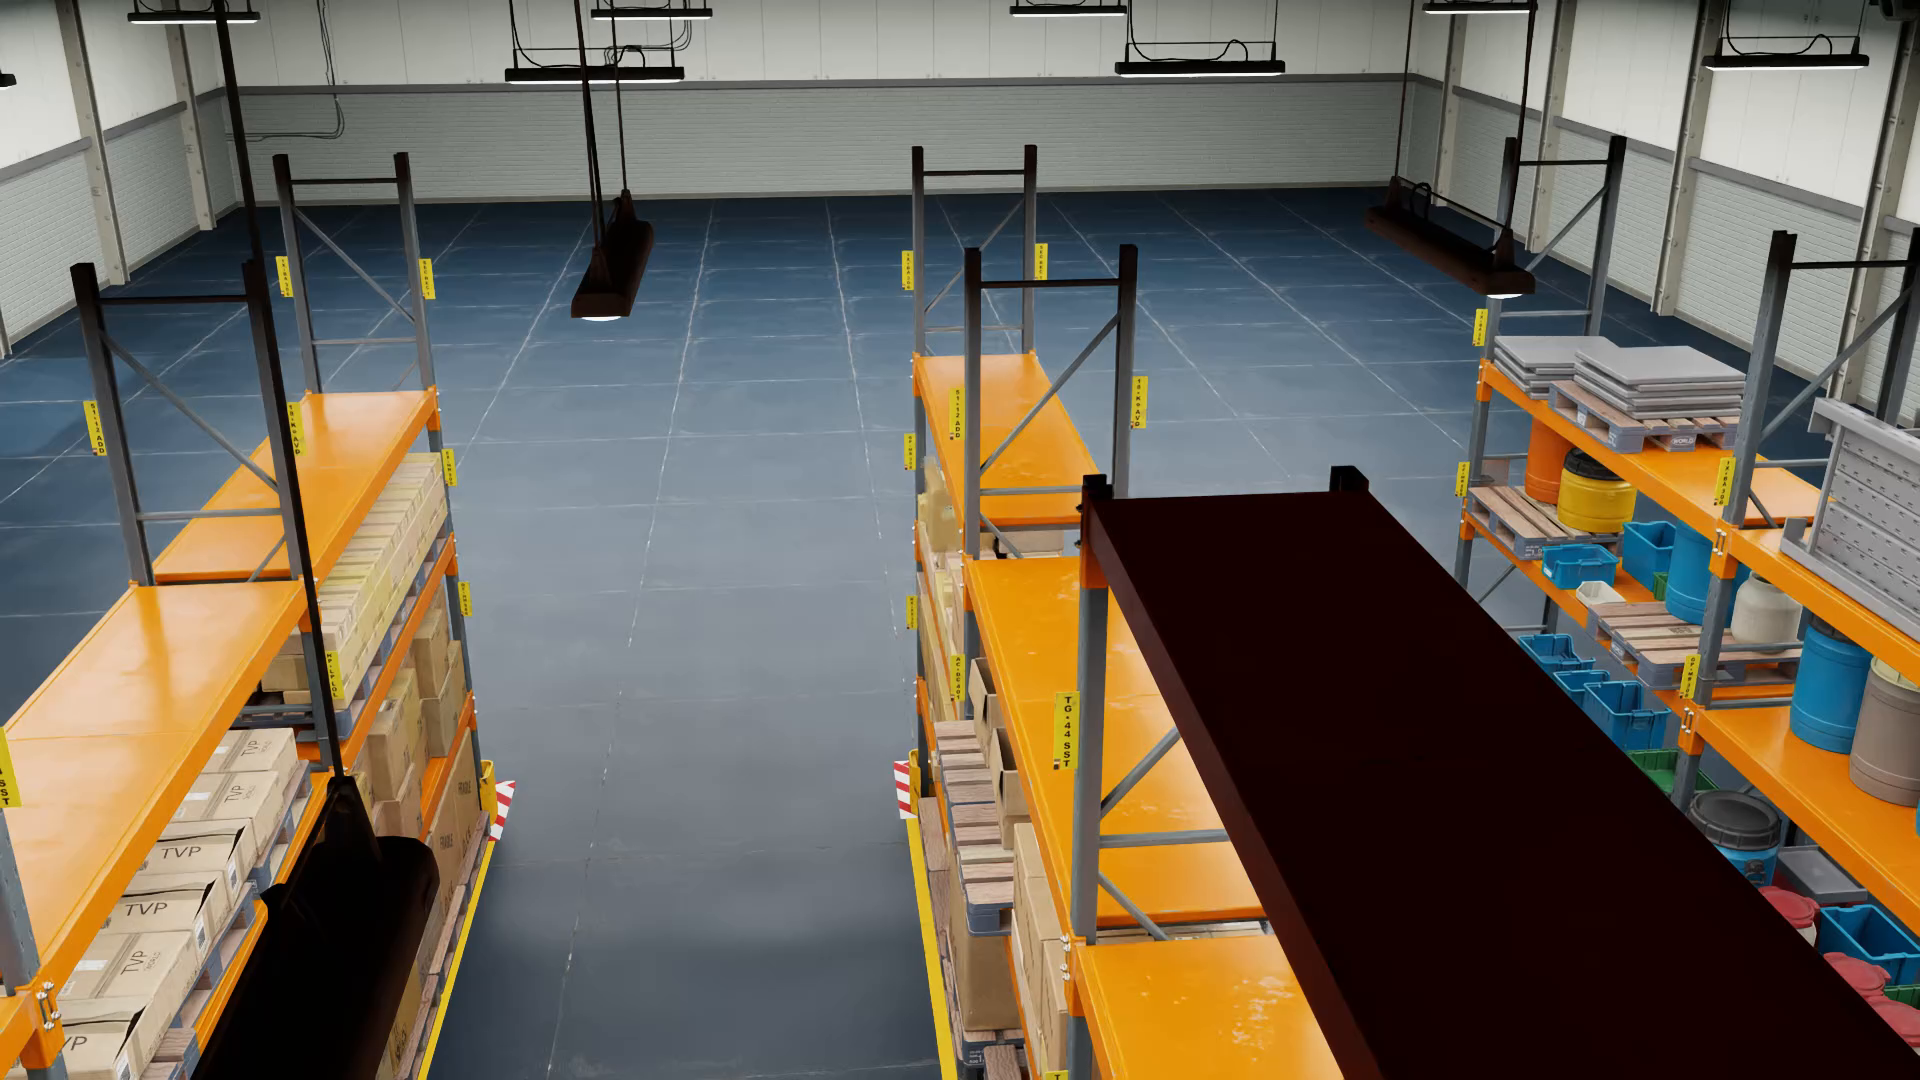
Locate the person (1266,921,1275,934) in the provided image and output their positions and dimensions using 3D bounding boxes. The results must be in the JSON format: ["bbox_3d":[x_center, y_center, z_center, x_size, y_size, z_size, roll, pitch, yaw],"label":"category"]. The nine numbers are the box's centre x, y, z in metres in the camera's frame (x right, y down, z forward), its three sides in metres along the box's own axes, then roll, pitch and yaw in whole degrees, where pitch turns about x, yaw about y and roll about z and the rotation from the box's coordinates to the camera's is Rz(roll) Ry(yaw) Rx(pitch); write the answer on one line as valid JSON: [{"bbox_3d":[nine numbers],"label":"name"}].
[{"bbox_3d":[2.523,2.366,13.470,0.435,1.586,1.123,3,22,9],"label":"person"}]
